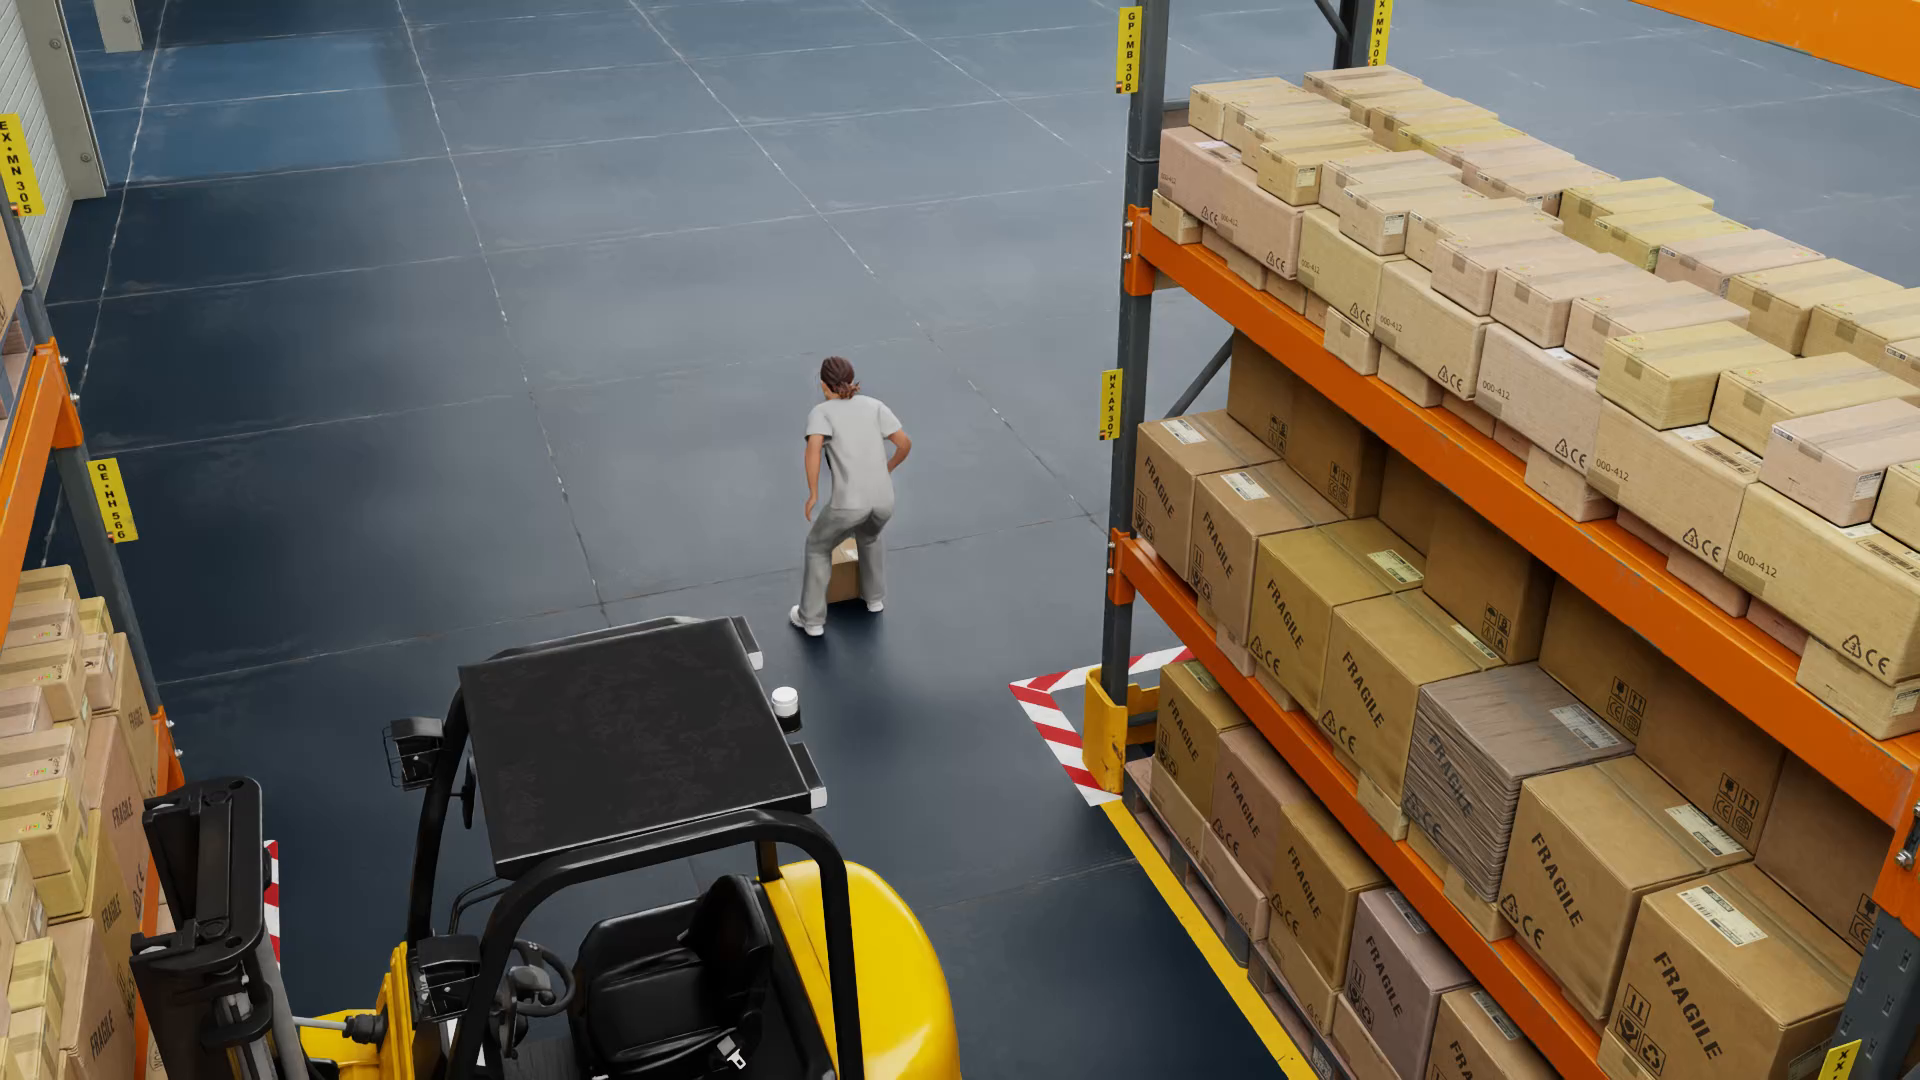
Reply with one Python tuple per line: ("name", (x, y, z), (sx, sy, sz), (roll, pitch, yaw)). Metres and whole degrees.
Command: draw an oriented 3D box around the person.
("person", (-0.590, -0.218, 8.902), (0.651, 1.499, 0.626), (-15, 33, -24))
